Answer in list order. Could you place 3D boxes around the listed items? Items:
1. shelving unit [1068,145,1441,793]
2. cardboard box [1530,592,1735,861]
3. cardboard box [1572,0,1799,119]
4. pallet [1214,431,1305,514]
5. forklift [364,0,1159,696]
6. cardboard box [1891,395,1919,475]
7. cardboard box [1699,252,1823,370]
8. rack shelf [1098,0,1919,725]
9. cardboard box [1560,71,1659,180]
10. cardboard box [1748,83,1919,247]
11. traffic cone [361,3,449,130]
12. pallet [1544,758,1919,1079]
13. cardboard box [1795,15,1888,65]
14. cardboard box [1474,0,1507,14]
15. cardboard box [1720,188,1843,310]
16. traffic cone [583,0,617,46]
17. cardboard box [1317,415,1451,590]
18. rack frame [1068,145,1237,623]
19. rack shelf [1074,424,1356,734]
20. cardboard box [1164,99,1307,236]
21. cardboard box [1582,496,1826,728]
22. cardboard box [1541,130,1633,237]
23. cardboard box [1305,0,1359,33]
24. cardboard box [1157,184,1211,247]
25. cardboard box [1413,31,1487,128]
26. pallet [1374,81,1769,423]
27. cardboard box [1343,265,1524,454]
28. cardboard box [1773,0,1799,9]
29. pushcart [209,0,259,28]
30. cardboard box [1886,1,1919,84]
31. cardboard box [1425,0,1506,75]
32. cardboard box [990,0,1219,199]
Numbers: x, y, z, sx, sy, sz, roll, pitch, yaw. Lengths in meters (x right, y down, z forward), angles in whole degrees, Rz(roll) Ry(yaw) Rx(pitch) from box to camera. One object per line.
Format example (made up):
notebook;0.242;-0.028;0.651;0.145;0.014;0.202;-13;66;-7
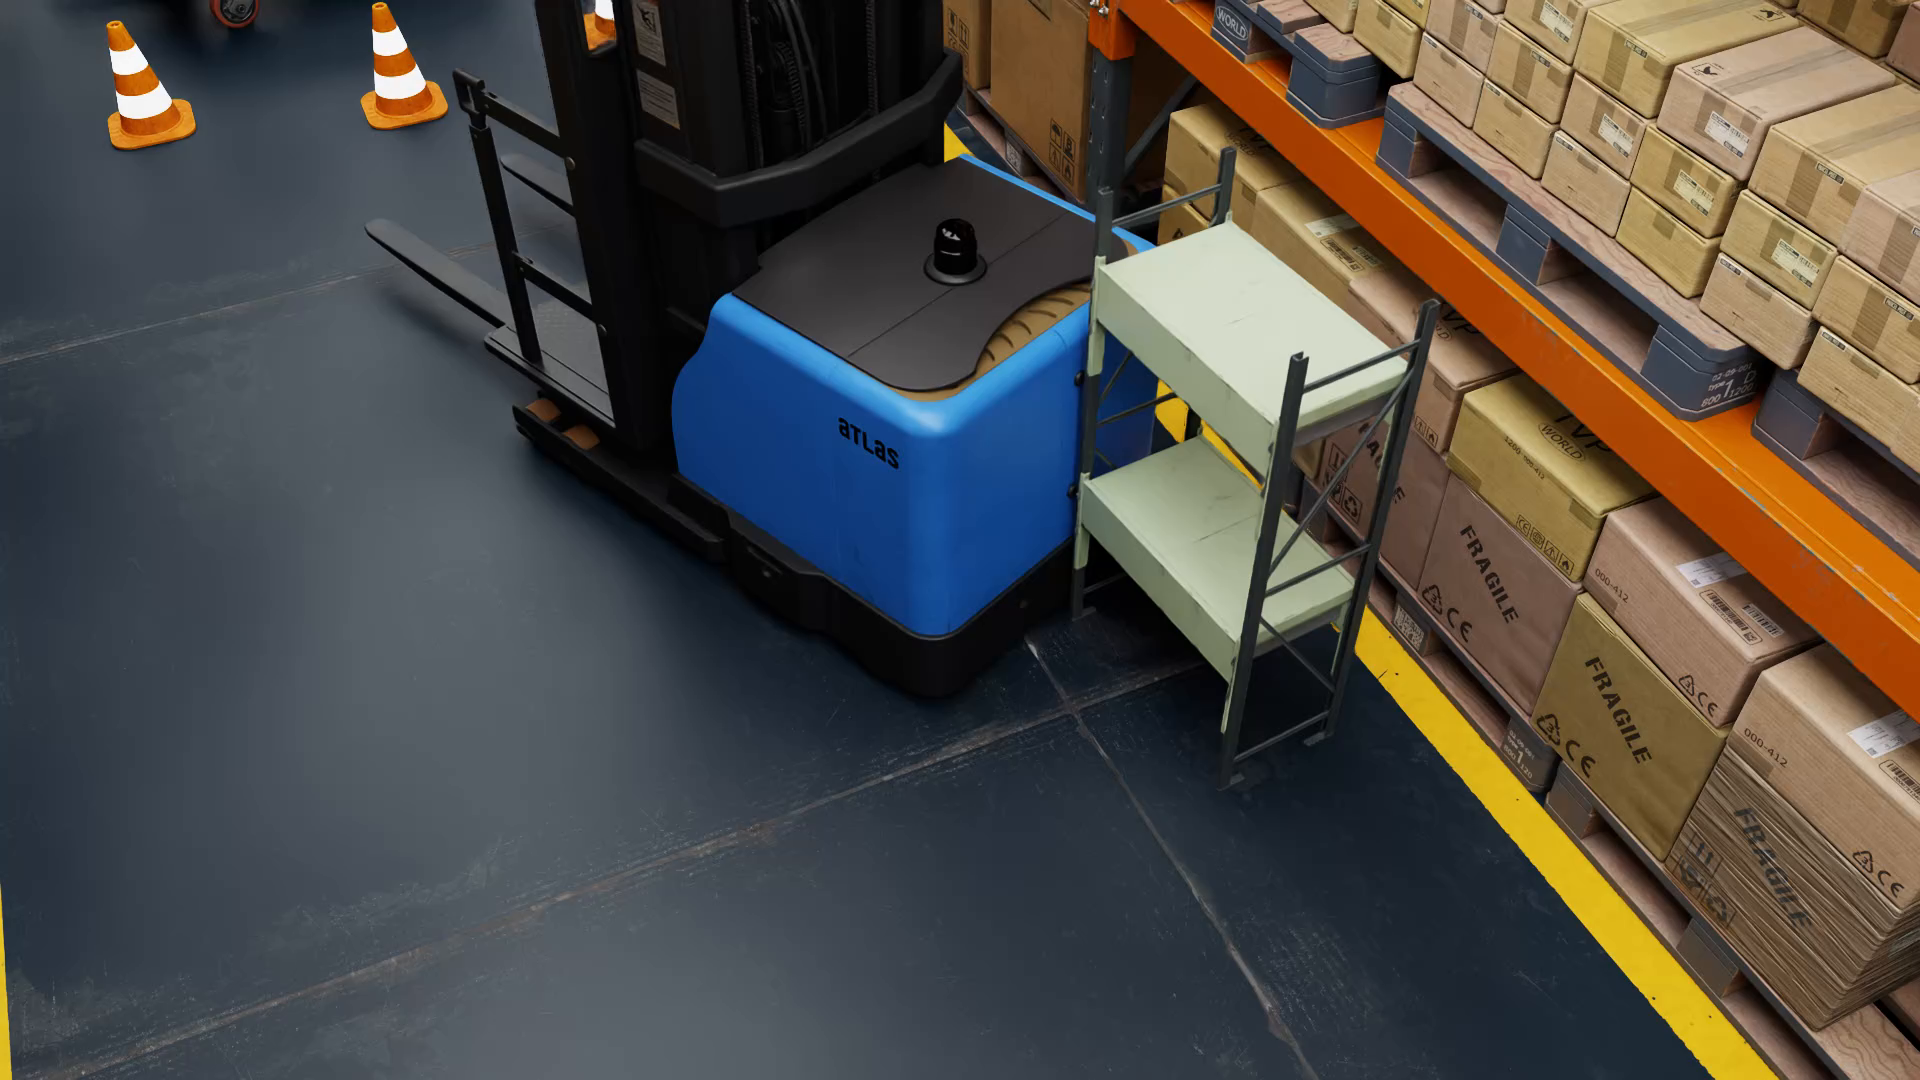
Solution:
shelving unit;0.690;-0.141;4.325;0.431;1.500;0.755;-22;49;-21
cardboard box;1.854;0.393;4.197;0.500;0.500;0.500;-19;48;-18
cardboard box;1.602;-1.095;3.681;0.380;0.149;0.250;-19;48;-18
pallet;1.255;-0.681;5.790;1.003;0.211;1.213;-18;47;-17
forklift;-0.842;-1.503;4.687;3.031;2.935;1.130;32;53;28
cardboard box;2.050;-0.203;3.200;0.380;0.149;0.250;-18;47;-18
cardboard box;1.823;-0.538;3.540;0.380;0.149;0.250;-20;48;-19
rack shelf;1.769;-0.642;4.277;1.077;0.370;4.000;-18;47;-17
cardboard box;1.609;-0.980;3.775;0.380;0.149;0.250;-16;47;-16
cardboard box;1.832;-0.754;3.335;0.380;0.149;0.250;-19;48;-19
traffic cone;-2.382;-2.026;6.974;0.336;0.463;0.334;-18;47;-17
pallet;2.281;0.874;4.214;1.003;0.211;1.213;-18;47;-17
cardboard box;2.202;-1.172;3.970;0.380;0.149;0.250;-19;48;-18
cardboard box;1.387;-1.424;4.013;0.380;0.149;0.250;-16;47;-16
cardboard box;1.822;-0.650;3.441;0.380;0.149;0.250;-20;48;-19
traffic cone;-1.560;-2.518;7.472;0.336;0.463;0.334;-18;47;-17
cardboard box;1.428;-0.261;4.859;0.500;0.500;0.500;-19;48;-18
rack frame;0.504;-0.362;4.549;0.400;1.500;0.023;-22;49;-21
rack shelf;0.690;0.091;4.554;0.431;0.370;0.720;-22;49;-21
cardboard box;0.998;-1.188;5.265;0.500;0.250;0.500;-20;48;-19
cardboard box;1.863;0.119;3.941;0.500;0.250;0.500;-16;47;-16
cardboard box;1.600;-0.877;3.883;0.380;0.149;0.250;-19;48;-19
cardboard box;1.159;-1.545;4.560;0.380;0.149;0.250;-16;47;-15
cardboard box;0.994;-0.906;5.513;0.500;0.500;0.500;-20;48;-19
cardboard box;1.388;-1.204;4.215;0.380;0.149;0.250;-17;47;-16
pallet;1.797;-0.855;4.117;1.003;0.211;1.213;-18;47;-17
cardboard box;1.408;-0.546;4.614;0.500;0.250;0.500;-18;47;-17
cardboard box;2.091;-1.443;4.033;0.380;0.149;0.250;-16;47;-15
pushcart;-3.155;-2.967;7.988;1.648;0.377;0.936;-35;54;-30
cardboard box;2.317;-1.106;3.691;0.380;0.149;0.250;-16;47;-16
cardboard box;1.390;-1.310;4.110;0.380;0.149;0.250;-18;47;-17
cardboard box;0.753;-1.936;6.379;1.050;0.750;0.750;-19;48;-18
